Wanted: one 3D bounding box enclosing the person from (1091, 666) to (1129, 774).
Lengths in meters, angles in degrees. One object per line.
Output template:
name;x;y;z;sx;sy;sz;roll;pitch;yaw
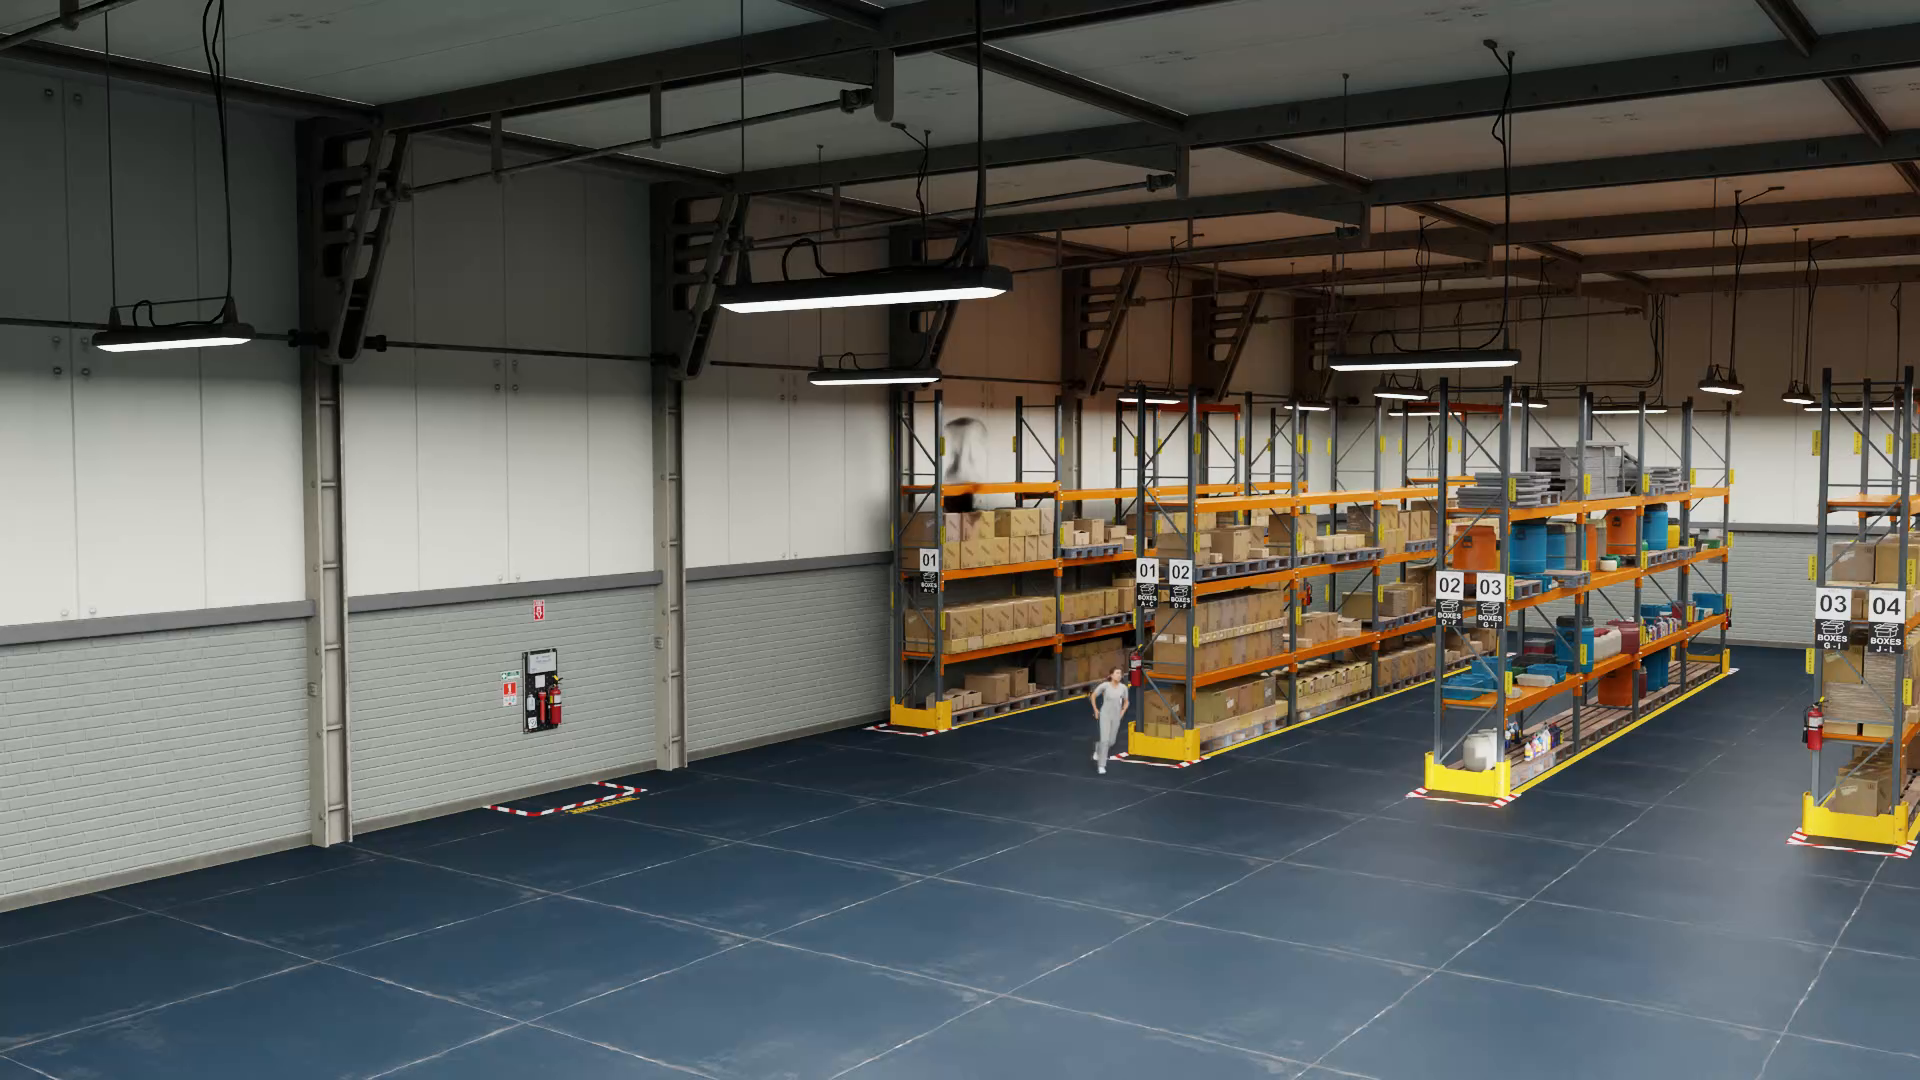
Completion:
person;2.325;2.750;25.742;0.605;1.621;0.757;-1;3;-14
